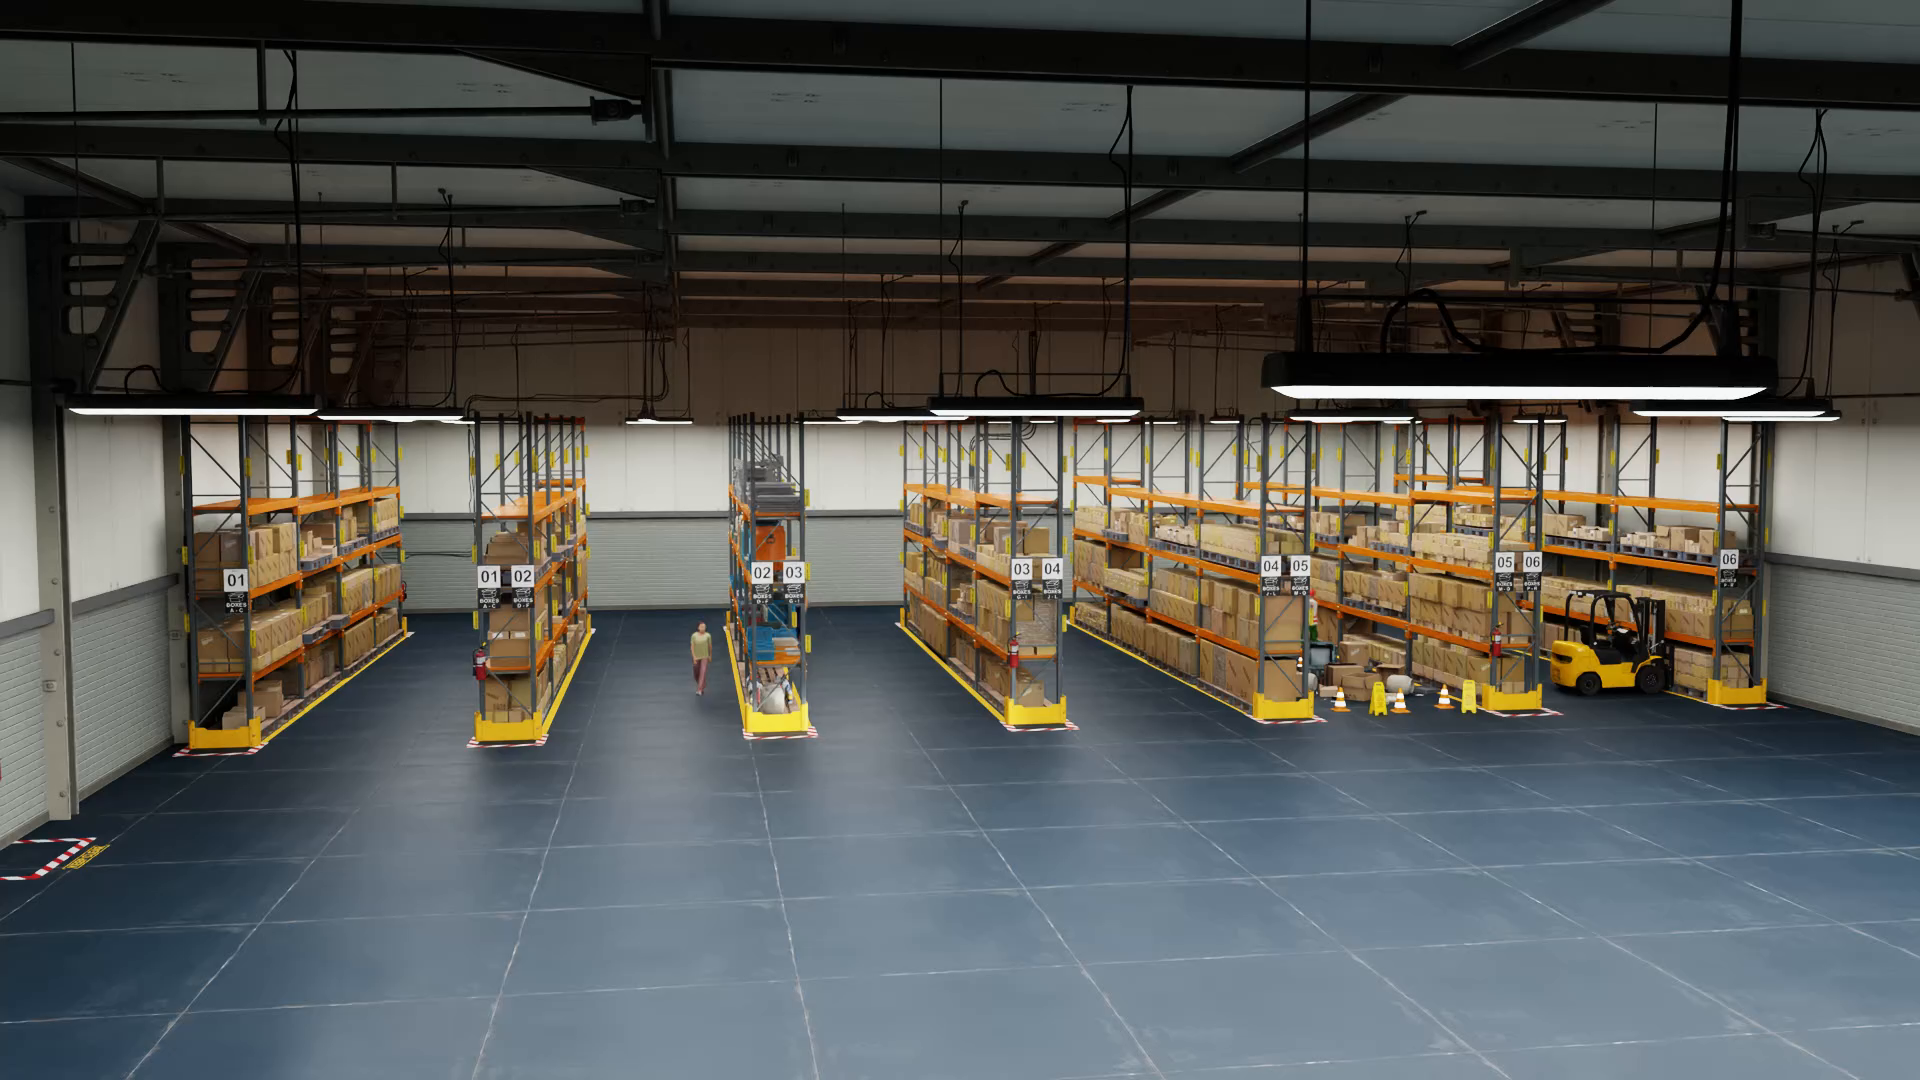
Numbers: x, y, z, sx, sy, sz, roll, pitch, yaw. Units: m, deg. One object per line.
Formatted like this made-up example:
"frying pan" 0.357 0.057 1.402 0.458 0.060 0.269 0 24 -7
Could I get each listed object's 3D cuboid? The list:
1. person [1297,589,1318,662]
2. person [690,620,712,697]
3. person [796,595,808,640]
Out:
"person" 8.550 2.090 40.468 0.516 1.808 0.542 -2 4 -25
"person" -5.532 2.508 35.439 0.435 1.585 1.138 0 4 -1
"person" -4.357 1.912 44.450 0.628 1.595 0.511 -1 4 -16
